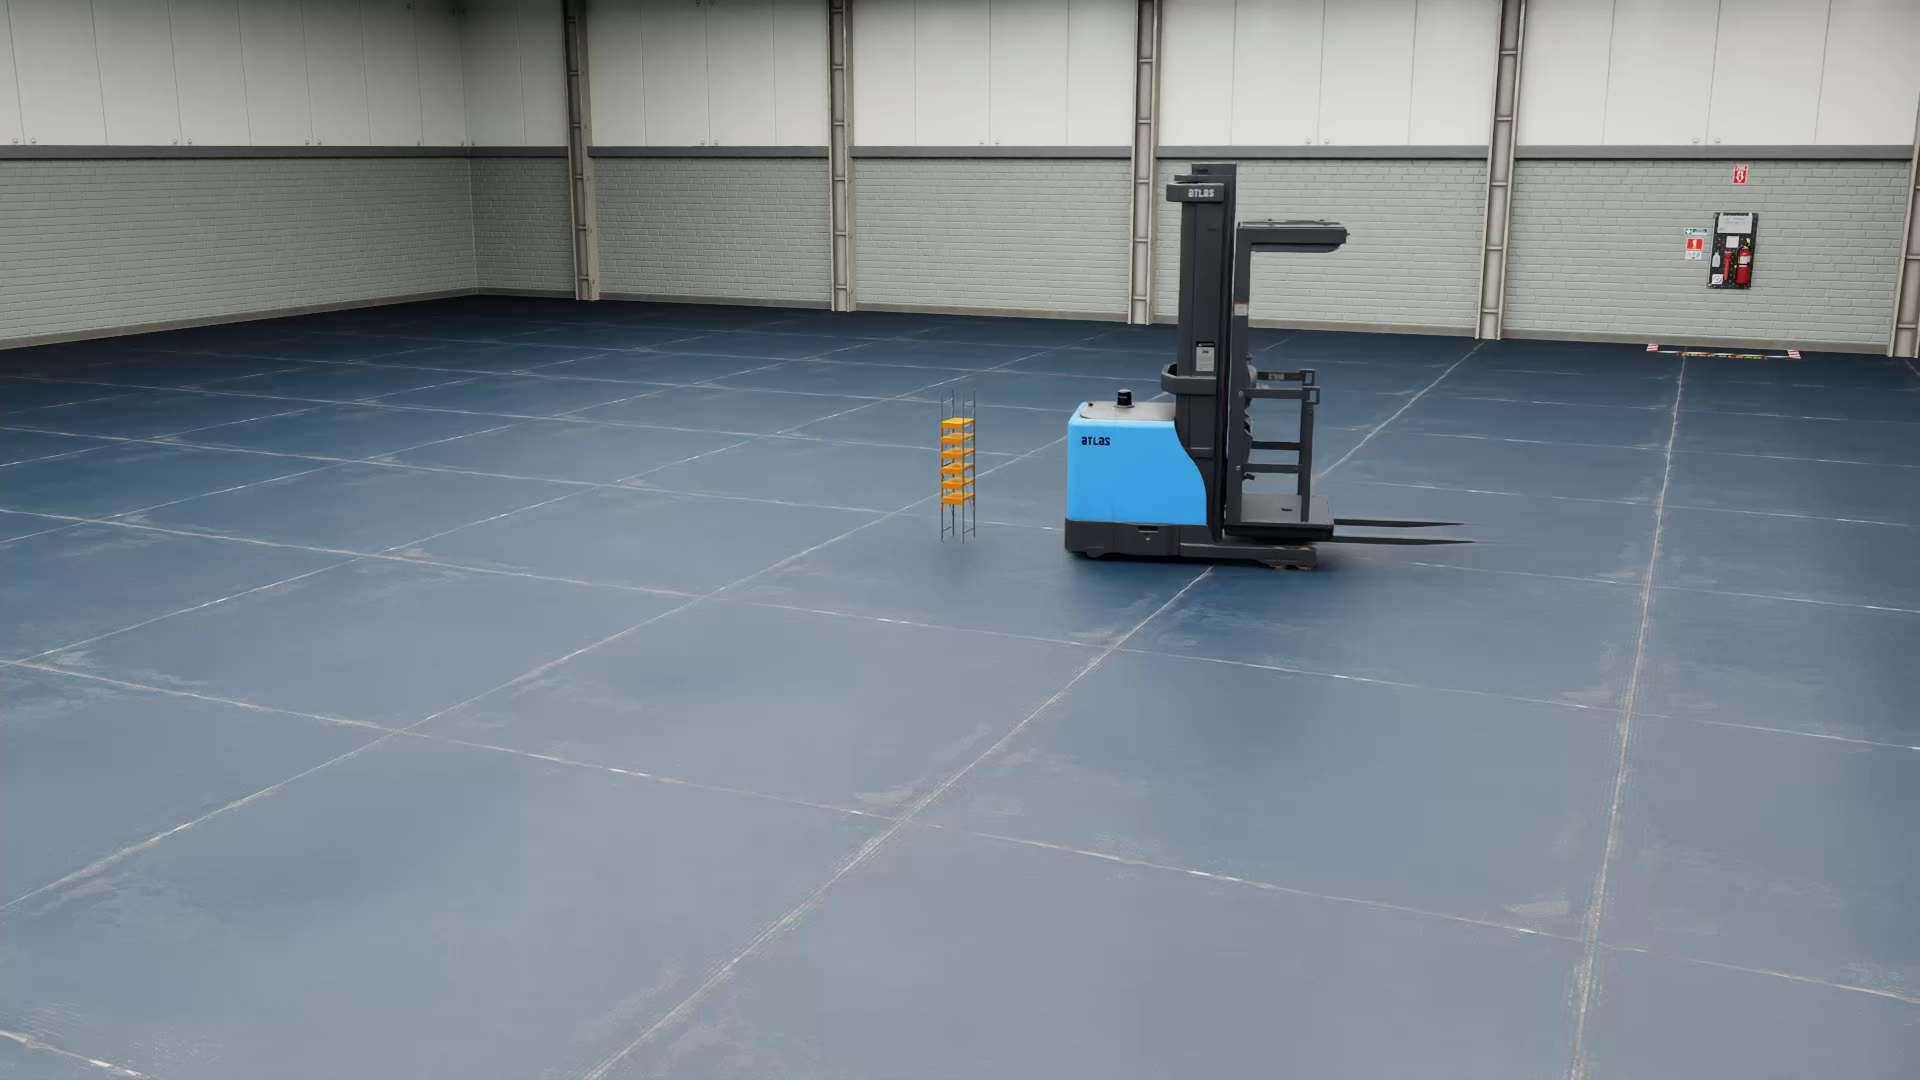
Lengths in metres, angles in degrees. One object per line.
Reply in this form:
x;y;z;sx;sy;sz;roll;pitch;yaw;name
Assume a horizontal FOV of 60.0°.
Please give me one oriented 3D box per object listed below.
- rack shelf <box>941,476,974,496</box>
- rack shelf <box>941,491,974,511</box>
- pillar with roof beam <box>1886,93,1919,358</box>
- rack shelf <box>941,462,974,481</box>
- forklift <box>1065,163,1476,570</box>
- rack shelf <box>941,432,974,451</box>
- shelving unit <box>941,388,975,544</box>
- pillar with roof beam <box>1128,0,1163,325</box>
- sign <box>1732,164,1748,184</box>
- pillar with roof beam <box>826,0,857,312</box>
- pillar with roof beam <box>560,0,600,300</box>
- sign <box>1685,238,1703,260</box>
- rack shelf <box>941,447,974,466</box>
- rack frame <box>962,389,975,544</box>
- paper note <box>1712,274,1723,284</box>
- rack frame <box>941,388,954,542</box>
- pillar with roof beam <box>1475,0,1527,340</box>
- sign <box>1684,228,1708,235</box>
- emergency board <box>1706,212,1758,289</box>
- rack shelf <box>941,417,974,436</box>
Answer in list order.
-0.013;-0.425;13.161;0.180;0.103;0.258;6;14;23;rack shelf
-0.013;-0.309;13.188;0.180;0.103;0.258;6;14;23;rack shelf
12.471;-6.259;20.228;0.400;9.000;9.100;6;14;23;pillar with roof beam
-0.013;-0.542;13.134;0.180;0.103;0.258;6;14;23;rack shelf
2.363;-1.334;12.524;3.031;2.935;1.130;2;13;9;forklift
-0.013;-0.776;13.079;0.180;0.103;0.258;6;14;23;rack shelf
-0.013;-0.585;13.123;0.189;1.200;0.258;6;14;23;shelving unit
1.499;-7.369;24.960;0.400;9.000;9.100;6;14;23;pillar with roof beam
12.004;-5.624;25.581;0.199;0.298;0.001;6;14;23;sign
-3.987;-7.924;27.326;0.400;9.000;9.100;6;14;23;pillar with roof beam
-9.472;-8.479;29.692;0.400;9.000;9.100;6;14;23;pillar with roof beam
11.507;-4.564;26.060;0.234;0.329;0.001;6;14;23;sign
-0.013;-0.659;13.106;0.180;0.103;0.258;6;14;23;rack shelf
0.070;-0.577;13.087;0.006;1.200;0.240;6;14;23;rack frame
11.837;-4.076;25.986;0.142;0.148;0.016;6;14;23;paper note
-0.097;-0.594;13.160;0.006;1.200;0.240;6;14;23;rack frame
6.985;-6.814;22.594;0.400;9.000;9.100;6;14;23;pillar with roof beam
11.507;-4.819;25.989;0.331;0.109;0.001;6;14;23;sign
11.971;-4.474;25.754;0.643;1.169;0.194;6;14;23;emergency board
-0.013;-0.893;13.051;0.180;0.103;0.258;6;14;23;rack shelf
